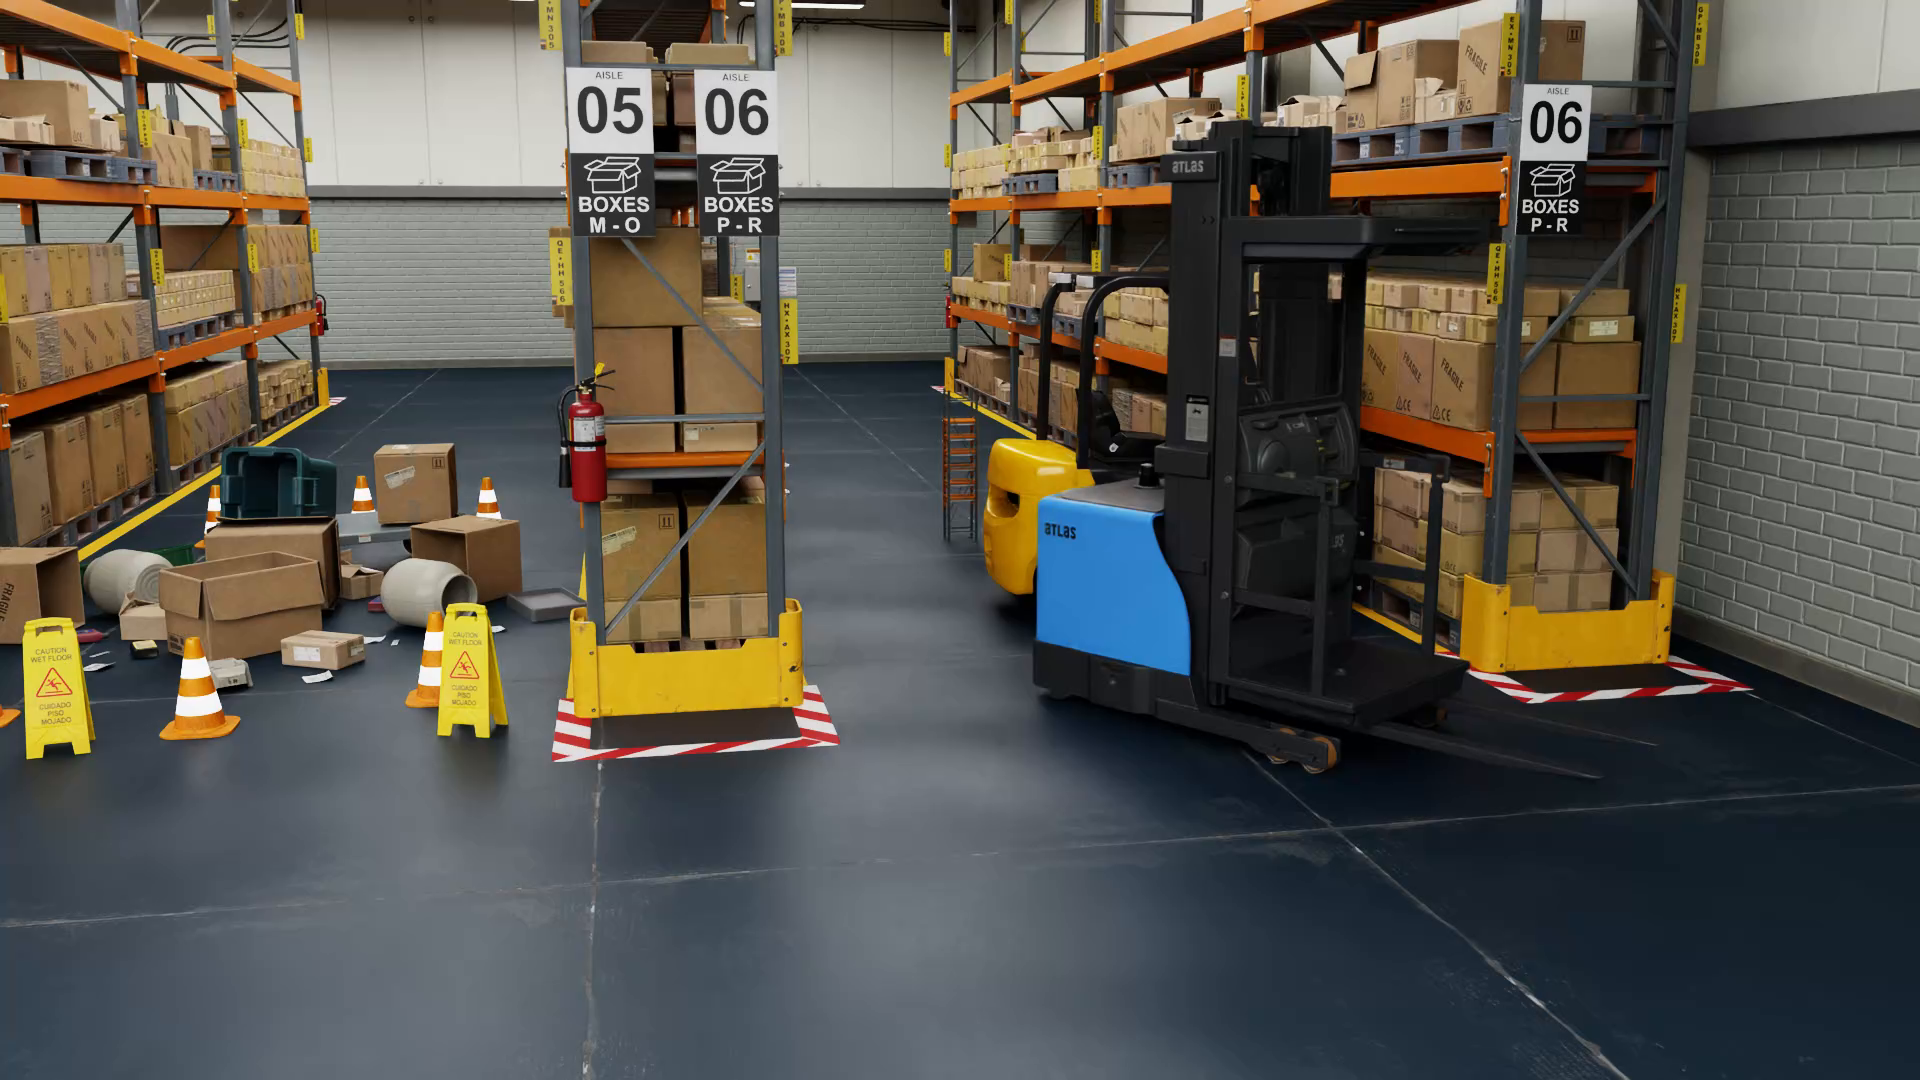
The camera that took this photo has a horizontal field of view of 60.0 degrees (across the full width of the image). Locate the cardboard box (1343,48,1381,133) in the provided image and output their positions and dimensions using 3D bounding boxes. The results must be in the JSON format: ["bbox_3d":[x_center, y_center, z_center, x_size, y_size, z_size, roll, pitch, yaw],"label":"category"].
[{"bbox_3d":[2.965,-2.939,10.925,0.797,0.503,0.637,-2,11,-9],"label":"cardboard box"}]

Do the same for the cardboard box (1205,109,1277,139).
[{"bbox_3d":[2.310,-3.329,13.492,0.500,0.311,0.500,-2,11,-13],"label":"cardboard box"}]

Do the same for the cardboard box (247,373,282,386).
[{"bbox_3d":[-8.570,-1.970,20.437,0.380,0.149,0.250,-2,11,-10],"label":"cardboard box"}]

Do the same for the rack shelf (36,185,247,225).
[{"bbox_3d":[-8.182,-3.361,16.735,1.077,0.370,4.000,-2,11,-11],"label":"rack shelf"}]

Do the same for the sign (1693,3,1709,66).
[{"bbox_3d":[4.013,-2.748,9.038,0.100,0.325,0.005,-2,11,-11],"label":"sign"}]

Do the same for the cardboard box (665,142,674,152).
[{"bbox_3d":[-1.611,-2.355,10.199,0.380,0.149,0.250,-2,11,-12],"label":"cardboard box"}]

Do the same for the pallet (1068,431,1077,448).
[{"bbox_3d":[1.803,-1.022,18.003,1.003,0.211,1.213,-2,11,-11],"label":"pallet"}]

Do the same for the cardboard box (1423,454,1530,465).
[{"bbox_3d":[3.372,-0.412,10.895,0.500,0.250,0.500,-2,11,-11],"label":"cardboard box"}]

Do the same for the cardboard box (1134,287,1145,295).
[{"bbox_3d":[1.876,-2.410,15.833,0.380,0.149,0.250,-2,11,-10],"label":"cardboard box"}]

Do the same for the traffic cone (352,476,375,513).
[{"bbox_3d":[-4.830,-0.286,13.462,0.336,0.463,0.334,-2,11,-11],"label":"traffic cone"}]

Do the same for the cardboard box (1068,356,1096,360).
[{"bbox_3d":[1.544,-2.179,20.452,0.380,0.149,0.250,-2,11,-11],"label":"cardboard box"}]

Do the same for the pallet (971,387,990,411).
[{"bbox_3d":[0.760,-1.968,22.971,1.003,0.211,1.213,-2,11,-11],"label":"pallet"}]

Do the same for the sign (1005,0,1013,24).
[{"bbox_3d":[0.598,-6.416,20.129,0.100,0.325,0.005,-2,11,-11],"label":"sign"}]

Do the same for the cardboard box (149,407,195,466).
[{"bbox_3d":[-7.680,-0.992,15.946,0.500,0.500,0.500,-3,11,-13],"label":"cardboard box"}]

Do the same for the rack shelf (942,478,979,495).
[{"bbox_3d":[0.003,-0.425,13.101,0.258,0.103,0.180,-2,11,-11],"label":"rack shelf"}]

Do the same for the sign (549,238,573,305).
[{"bbox_3d":[-1.949,-1.313,8.131,0.100,0.325,0.005,-2,11,-11],"label":"sign"}]

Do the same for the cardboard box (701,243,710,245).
[{"bbox_3d":[-2.236,-2.354,13.620,0.380,0.149,0.250,-1,11,-8],"label":"cardboard box"}]

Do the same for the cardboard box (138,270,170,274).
[{"bbox_3d":[-8.945,-2.894,18.336,0.380,0.149,0.250,-2,11,-8],"label":"cardboard box"}]

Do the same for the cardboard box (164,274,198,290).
[{"bbox_3d":[-7.994,-2.628,16.939,0.380,0.149,0.250,-2,11,-12],"label":"cardboard box"}]

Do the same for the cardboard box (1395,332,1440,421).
[{"bbox_3d":[3.022,-1.012,10.223,0.500,0.500,0.500,-2,11,-9],"label":"cardboard box"}]

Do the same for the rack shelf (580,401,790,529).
[{"bbox_3d":[-1.790,-0.619,10.350,1.077,0.370,4.000,-2,11,-11],"label":"rack shelf"}]

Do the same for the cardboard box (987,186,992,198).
[{"bbox_3d":[0.564,-4.629,22.143,0.380,0.149,0.250,-2,11,-10],"label":"cardboard box"}]

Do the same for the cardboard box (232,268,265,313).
[{"bbox_3d":[-8.420,-2.903,19.363,0.500,0.500,0.500,-2,11,-12],"label":"cardboard box"}]

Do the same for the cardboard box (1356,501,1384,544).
[{"bbox_3d":[2.858,-0.152,10.866,0.500,0.250,0.500,-2,11,-12],"label":"cardboard box"}]

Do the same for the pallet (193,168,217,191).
[{"bbox_3d":[-8.350,-3.682,16.998,1.213,0.211,1.003,-2,11,-11],"label":"pallet"}]

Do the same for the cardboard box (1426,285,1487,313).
[{"bbox_3d":[3.035,-1.450,9.993,0.380,0.149,0.250,-2,11,-10],"label":"cardboard box"}]

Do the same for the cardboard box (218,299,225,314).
[{"bbox_3d":[-8.201,-2.532,18.024,0.380,0.149,0.250,-2,11,-11],"label":"cardboard box"}]

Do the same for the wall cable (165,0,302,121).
[{"bbox_3d":[-11.952,-8.869,27.125,2.277,5.999,0.120,-2,11,-11],"label":"wall cable"}]

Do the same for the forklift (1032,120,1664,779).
[{"bbox_3d":[1.788,-0.483,7.893,3.031,2.935,1.130,10,15,44],"label":"forklift"}]

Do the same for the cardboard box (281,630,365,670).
[{"bbox_3d":[-3.637,0.628,9.498,0.380,0.149,0.250,4,11,18],"label":"cardboard box"}]

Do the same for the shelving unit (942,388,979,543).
[{"bbox_3d":[0.003,-0.587,13.070,0.258,1.200,0.189,-2,11,-11],"label":"shelving unit"}]

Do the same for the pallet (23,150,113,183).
[{"bbox_3d":[-7.395,-2.934,13.071,1.003,0.211,1.213,-2,11,-8],"label":"pallet"}]

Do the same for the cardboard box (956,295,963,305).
[{"bbox_3d":[0.150,-3.527,24.379,0.380,0.149,0.250,-2,11,-11],"label":"cardboard box"}]

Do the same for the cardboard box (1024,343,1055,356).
[{"bbox_3d":[1.002,-2.357,20.591,0.380,0.149,0.250,-2,11,-12],"label":"cardboard box"}]

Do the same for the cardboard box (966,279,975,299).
[{"bbox_3d":[0.380,-3.515,23.249,0.500,0.250,0.500,-2,11,-12],"label":"cardboard box"}]

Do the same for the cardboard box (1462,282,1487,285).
[{"bbox_3d":[3.419,-1.560,10.574,0.380,0.149,0.250,-2,11,-9],"label":"cardboard box"}]

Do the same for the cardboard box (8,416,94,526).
[{"bbox_3d":[-7.407,-0.529,12.849,1.050,0.750,0.750,-2,11,-11],"label":"cardboard box"}]

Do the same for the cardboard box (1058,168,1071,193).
[{"bbox_3d":[1.378,-3.923,18.164,0.500,0.250,0.500,-2,11,-11],"label":"cardboard box"}]

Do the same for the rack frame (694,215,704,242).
[{"bbox_3d":[-2.957,-2.073,16.064,1.000,3.000,0.127,-2,11,-11],"label":"rack frame"}]

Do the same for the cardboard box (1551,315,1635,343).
[{"bbox_3d":[3.656,-1.226,9.613,0.380,0.149,0.250,-2,11,-12],"label":"cardboard box"}]

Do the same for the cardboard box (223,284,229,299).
[{"bbox_3d":[-8.247,-2.723,18.232,0.380,0.149,0.250,-2,11,-11],"label":"cardboard box"}]

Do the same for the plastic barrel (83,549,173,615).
[{"bbox_3d":[-5.289,0.277,10.607,0.512,0.421,0.421,6,12,28],"label":"plastic barrel"}]

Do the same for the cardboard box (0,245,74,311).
[{"bbox_3d":[-7.414,-2.051,13.010,0.700,0.500,0.500,-2,11,-12],"label":"cardboard box"}]

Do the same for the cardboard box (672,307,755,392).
[{"bbox_3d":[-1.532,-1.179,10.305,0.500,0.500,0.500,-2,11,-12],"label":"cardboard box"}]

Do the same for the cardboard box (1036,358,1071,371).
[{"bbox_3d":[1.133,-2.114,20.110,0.380,0.149,0.250,-3,11,-14],"label":"cardboard box"}]

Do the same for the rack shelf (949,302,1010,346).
[{"bbox_3d":[0.745,-3.001,22.865,1.077,0.370,4.000,-2,11,-11],"label":"rack shelf"}]

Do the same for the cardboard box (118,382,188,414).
[{"bbox_3d":[-7.689,-1.356,15.856,0.500,0.250,0.500,-3,11,-14],"label":"cardboard box"}]

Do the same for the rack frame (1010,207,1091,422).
[{"bbox_3d":[1.134,-2.988,20.870,1.000,3.000,0.127,-2,11,-11],"label":"rack frame"}]

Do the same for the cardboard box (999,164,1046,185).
[{"bbox_3d":[0.794,-4.613,20.993,0.500,0.250,0.500,-2,11,-11],"label":"cardboard box"}]

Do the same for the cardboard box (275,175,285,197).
[{"bbox_3d":[-8.688,-4.386,20.596,0.500,0.250,0.500,-2,11,-8],"label":"cardboard box"}]

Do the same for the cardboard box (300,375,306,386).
[{"bbox_3d":[-8.863,-2.112,21.975,0.380,0.149,0.250,-3,11,-13],"label":"cardboard box"}]

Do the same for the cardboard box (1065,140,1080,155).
[{"bbox_3d":[1.353,-4.240,17.967,0.380,0.149,0.250,-2,11,-12],"label":"cardboard box"}]
